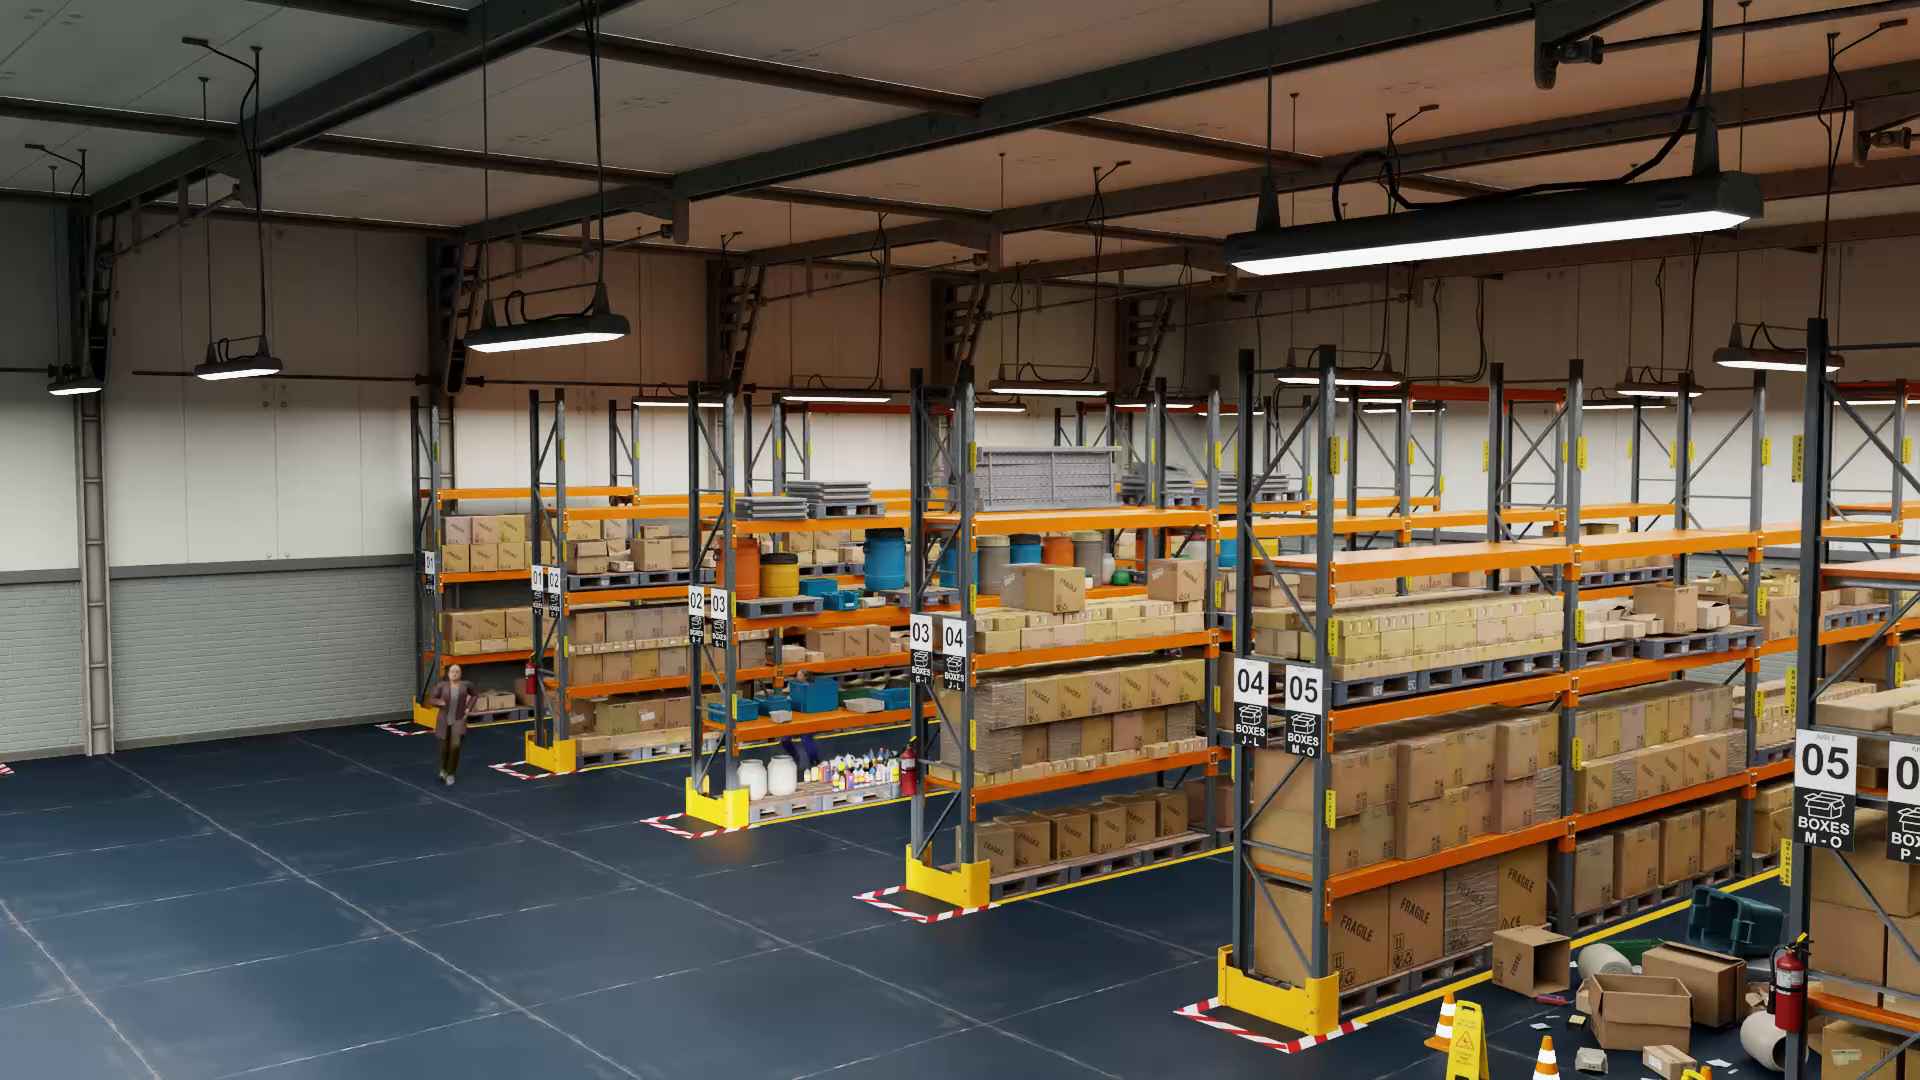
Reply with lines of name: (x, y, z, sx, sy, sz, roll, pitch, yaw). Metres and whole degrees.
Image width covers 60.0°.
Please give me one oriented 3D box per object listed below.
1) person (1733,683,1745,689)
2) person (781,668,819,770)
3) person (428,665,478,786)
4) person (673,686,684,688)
person: (11.348, 2.902, 24.263, 0.605, 1.637, 0.557, -2, 4, -35)
person: (-2.481, 2.826, 25.854, 0.577, 1.660, 0.682, 3, 4, 39)
person: (-7.682, 2.808, 25.220, 0.707, 1.843, 0.818, -1, 3, -12)
person: (-5.080, 2.520, 29.988, 0.706, 1.811, 0.673, -3, 5, -43)
